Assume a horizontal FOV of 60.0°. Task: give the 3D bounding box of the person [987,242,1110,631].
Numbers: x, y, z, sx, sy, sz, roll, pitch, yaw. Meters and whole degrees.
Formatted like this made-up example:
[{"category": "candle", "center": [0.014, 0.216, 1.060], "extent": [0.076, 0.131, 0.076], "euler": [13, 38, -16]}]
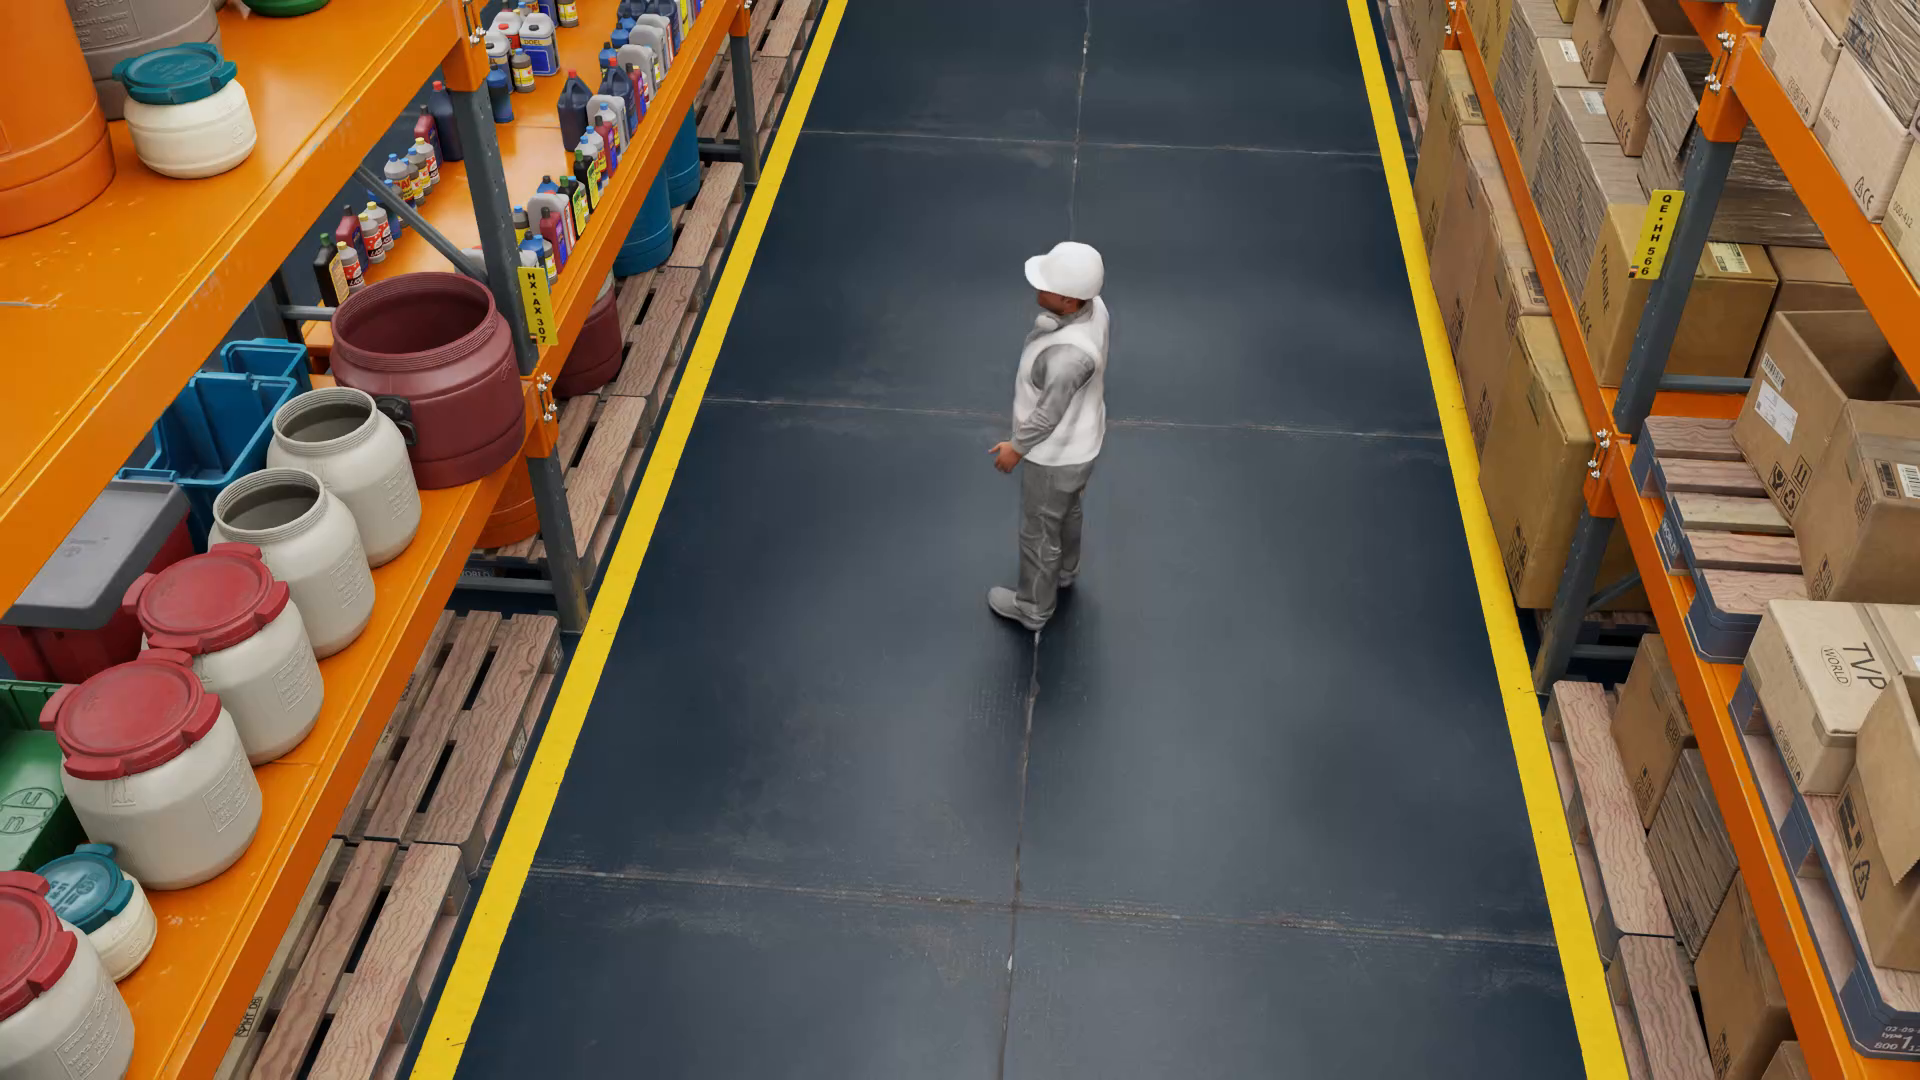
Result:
[{"category": "person", "center": [0.352, -0.423, 6.616], "extent": [0.452, 1.777, 0.581], "euler": [9, 41, 10]}]
